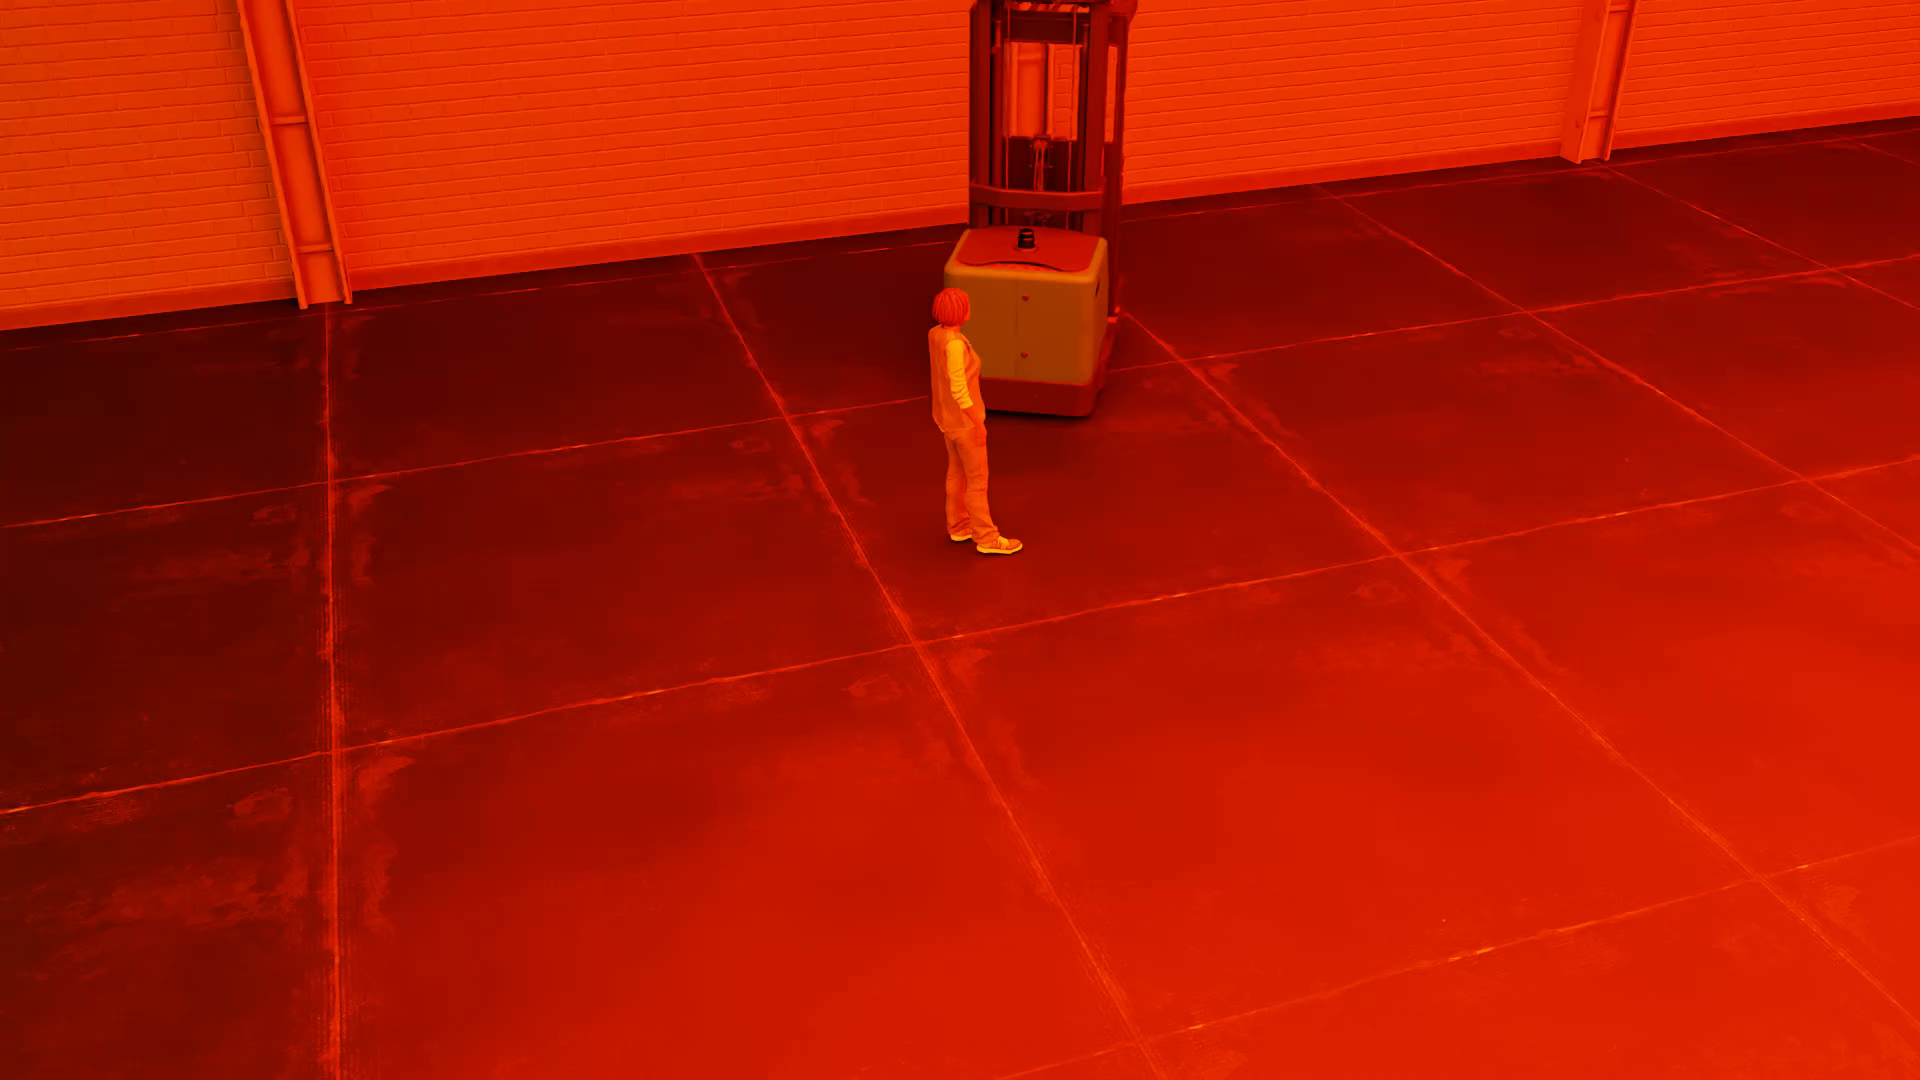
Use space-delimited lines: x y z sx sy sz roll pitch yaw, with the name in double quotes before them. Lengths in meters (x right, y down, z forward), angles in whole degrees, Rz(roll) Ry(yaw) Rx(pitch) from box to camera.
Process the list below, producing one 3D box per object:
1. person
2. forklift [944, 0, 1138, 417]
"person" 0.074 -0.702 9.634 0.475 1.593 0.521 -10 31 -16
"forklift" 0.652 -2.830 12.006 1.130 2.935 3.031 5 30 9
